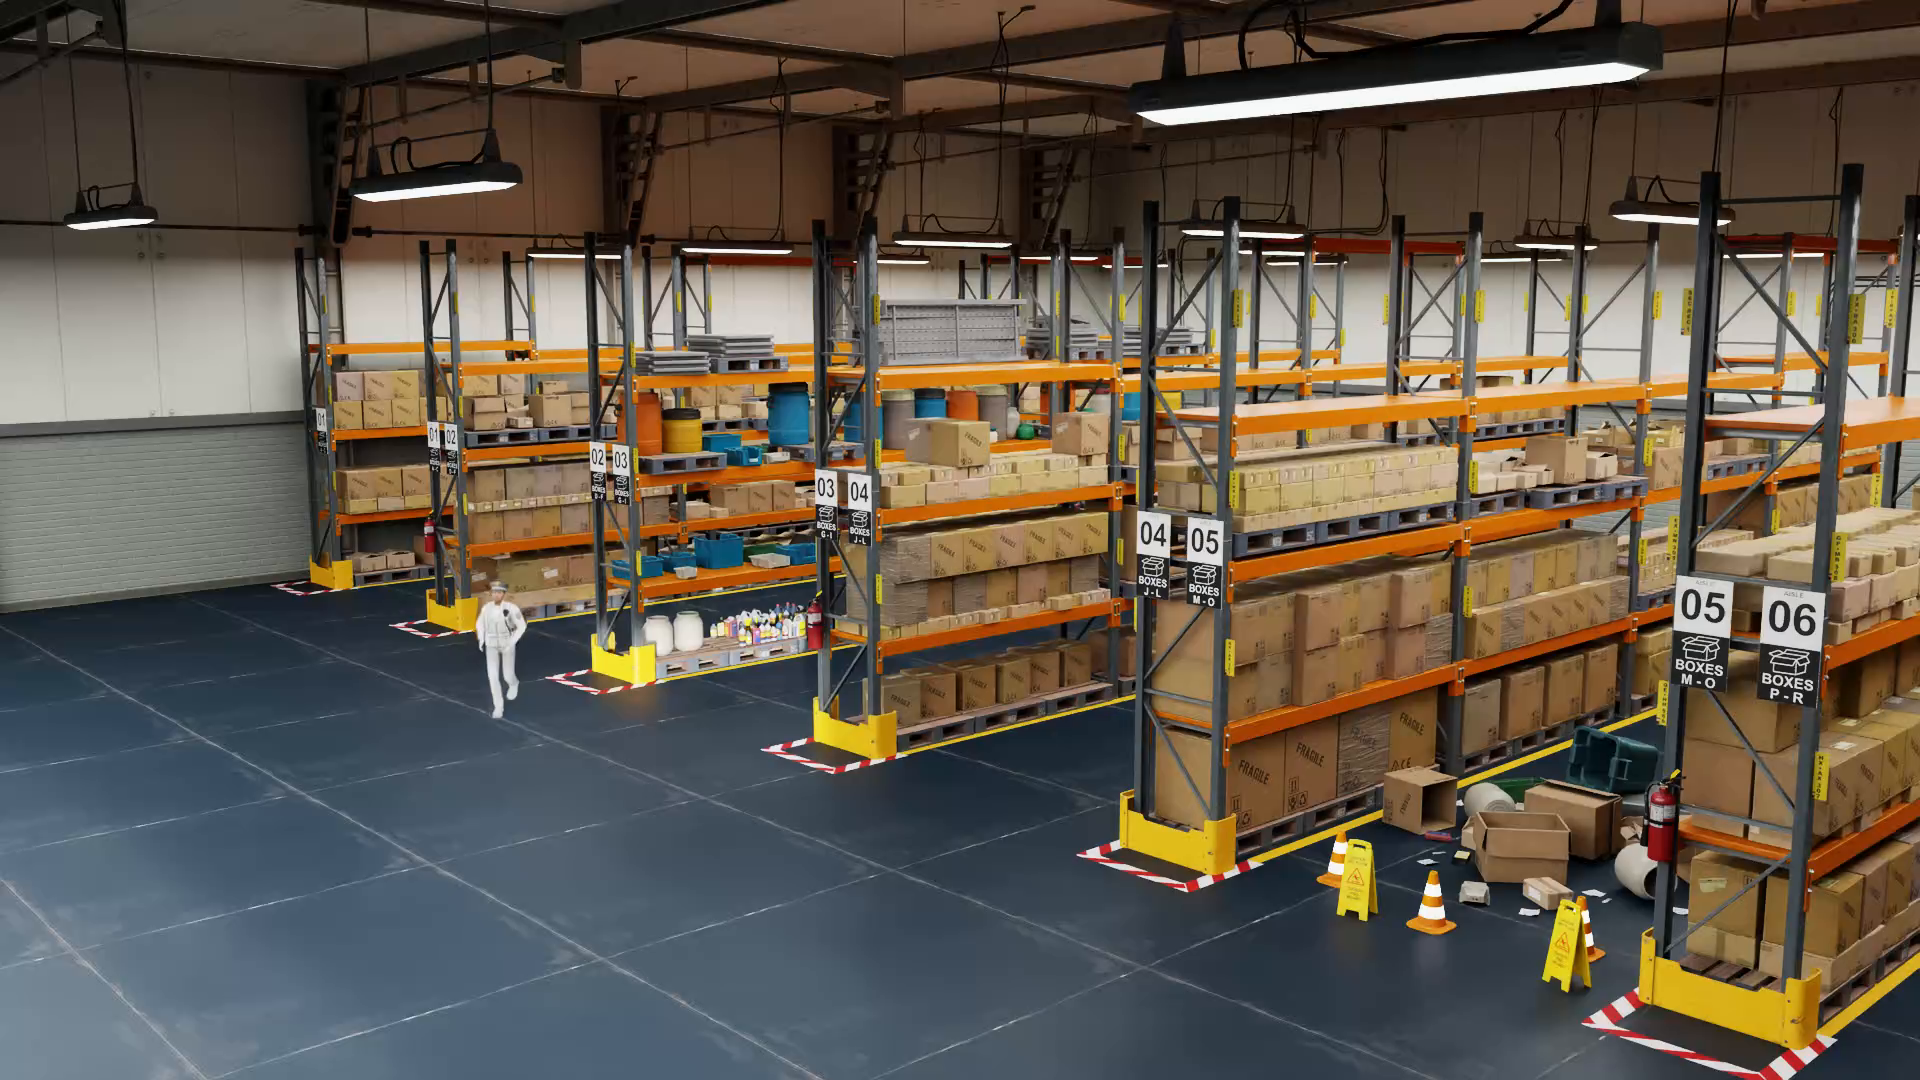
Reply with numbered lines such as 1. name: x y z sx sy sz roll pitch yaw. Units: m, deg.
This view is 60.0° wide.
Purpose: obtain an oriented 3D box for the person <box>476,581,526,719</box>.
1. person: -5.716 1.318 20.729 0.645 1.679 0.759 0 8 -3

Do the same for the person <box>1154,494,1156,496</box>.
1. person: 3.022 0.143 26.547 0.695 1.759 0.760 7 11 38
